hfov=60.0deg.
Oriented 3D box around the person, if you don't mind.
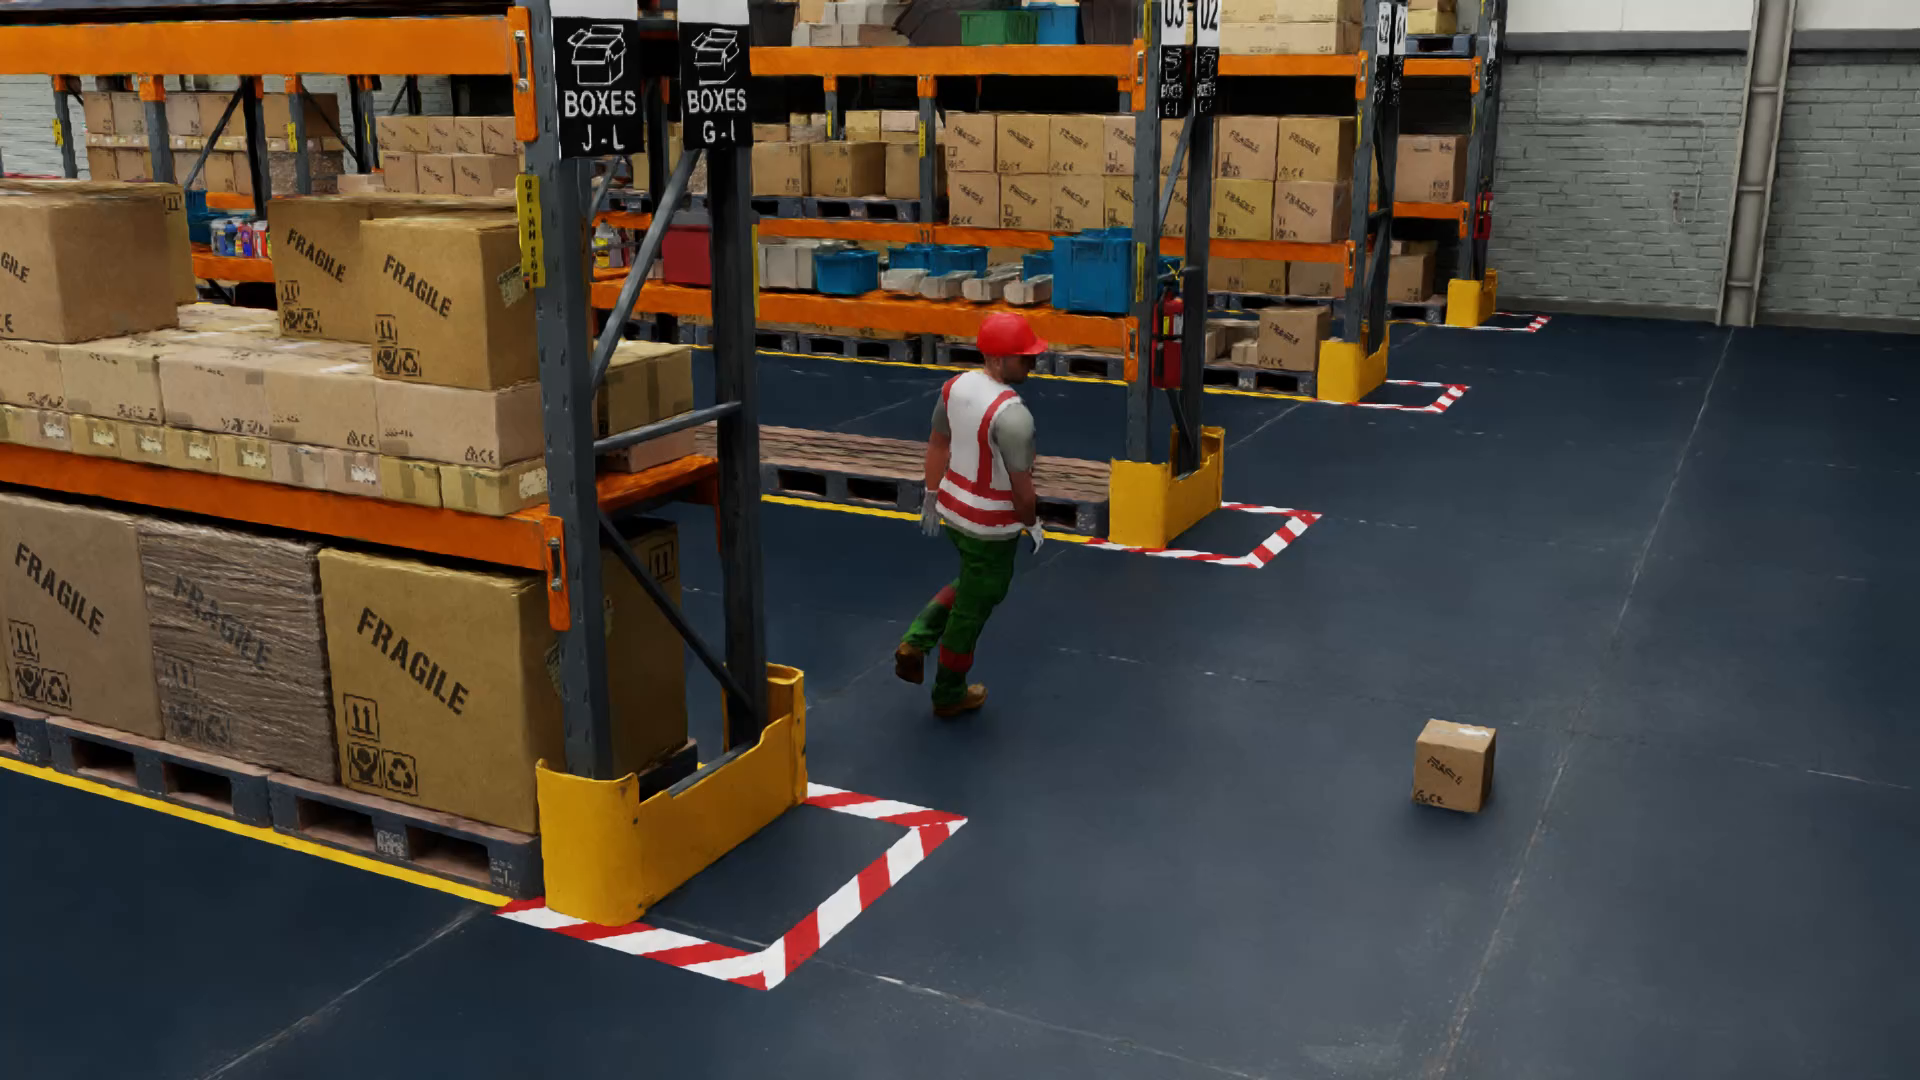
[{"bbox_3d":[0.073,-0.076,6.777,0.515,1.748,0.717,-11,19,-34],"label":"person"}]
